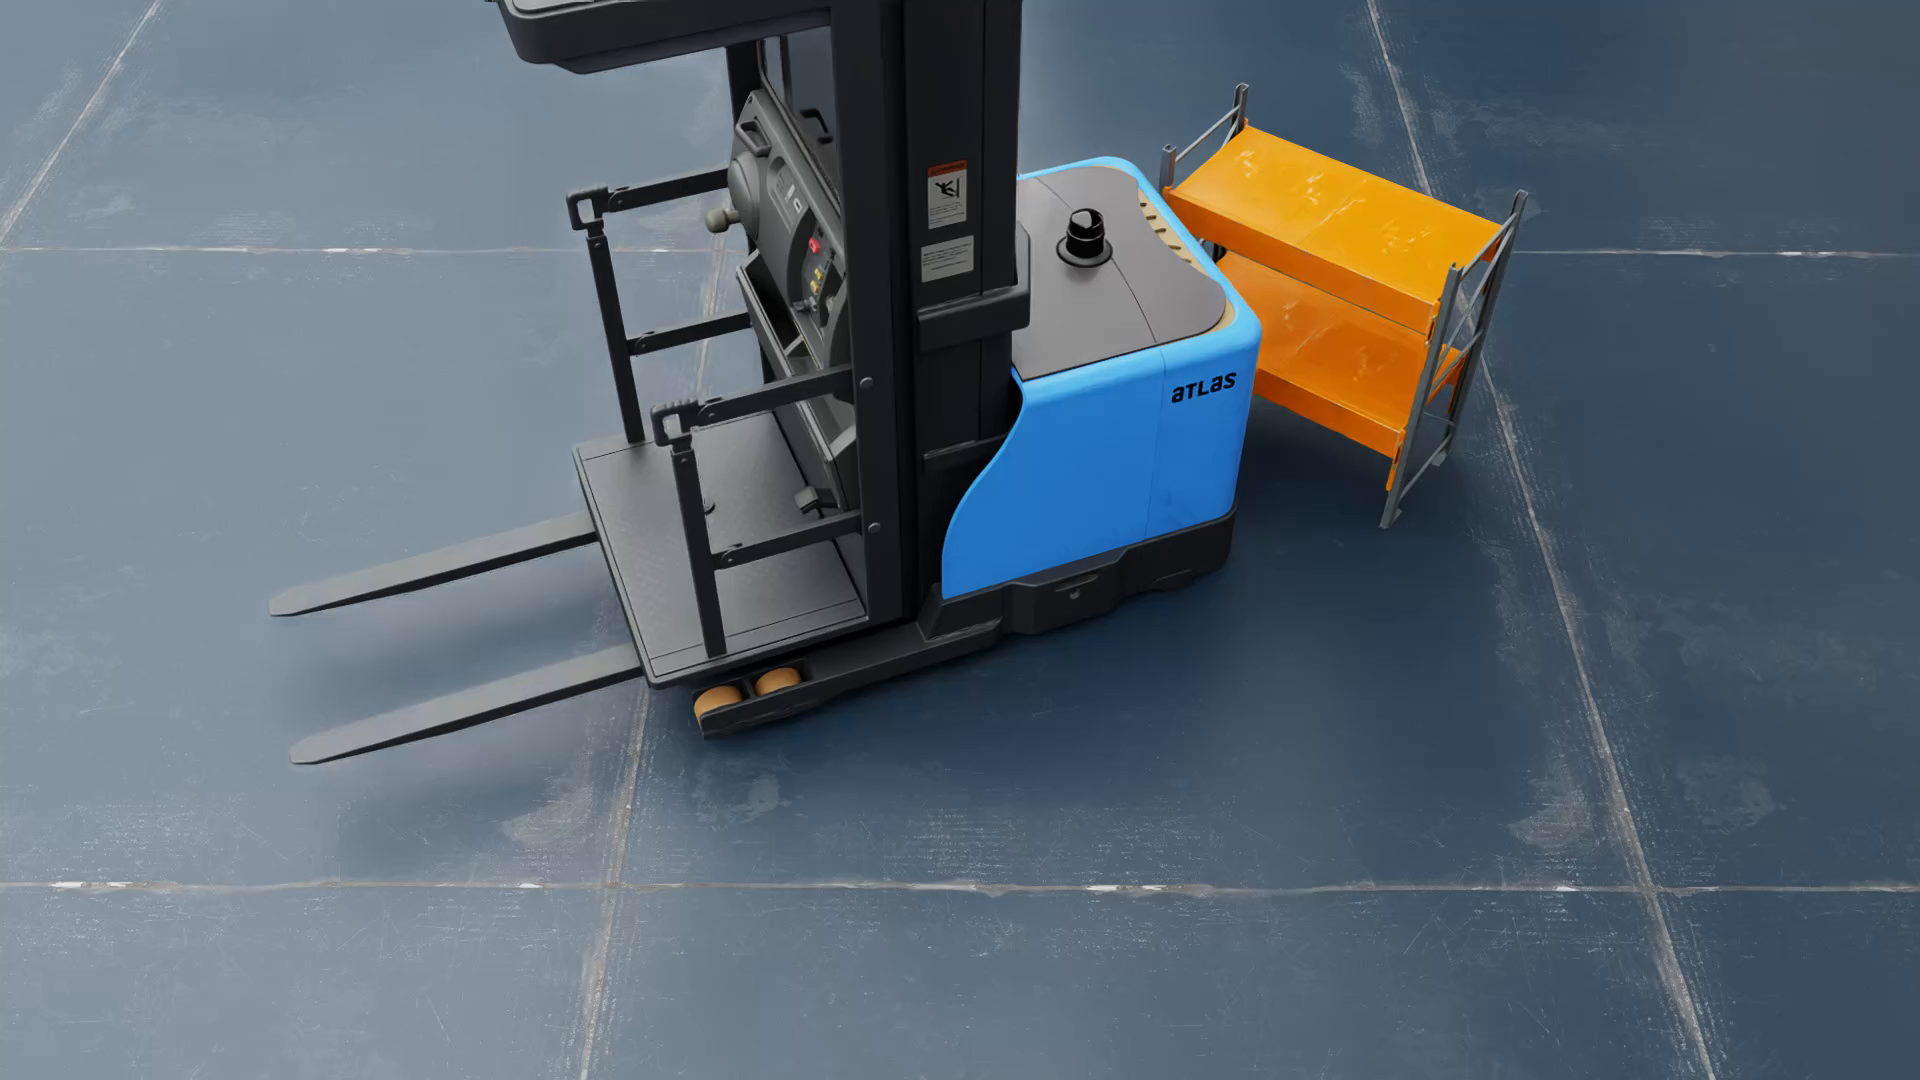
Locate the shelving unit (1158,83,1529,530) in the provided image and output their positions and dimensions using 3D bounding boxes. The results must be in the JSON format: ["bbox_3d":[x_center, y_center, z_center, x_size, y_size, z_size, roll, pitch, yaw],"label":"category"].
[{"bbox_3d":[1.223,-0.797,5.723,1.048,1.125,0.538,29,54,24],"label":"shelving unit"}]

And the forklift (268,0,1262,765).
[{"bbox_3d":[-0.660,-0.828,4.518,3.031,2.935,1.130,-16,49,-14],"label":"forklift"}]

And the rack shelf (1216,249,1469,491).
[{"bbox_3d":[1.223,-0.630,5.902,1.000,0.278,0.538,29,54,24],"label":"rack shelf"}]

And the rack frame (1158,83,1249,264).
[{"bbox_3d":[0.819,-1.023,5.934,0.032,1.125,0.500,29,54,24],"label":"rack frame"}]

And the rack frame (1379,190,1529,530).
[{"bbox_3d":[1.626,-0.570,5.512,0.032,1.125,0.500,29,54,24],"label":"rack frame"}]

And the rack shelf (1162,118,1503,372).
[{"bbox_3d":[1.223,-0.996,5.509,1.000,0.278,0.538,29,54,24],"label":"rack shelf"}]
